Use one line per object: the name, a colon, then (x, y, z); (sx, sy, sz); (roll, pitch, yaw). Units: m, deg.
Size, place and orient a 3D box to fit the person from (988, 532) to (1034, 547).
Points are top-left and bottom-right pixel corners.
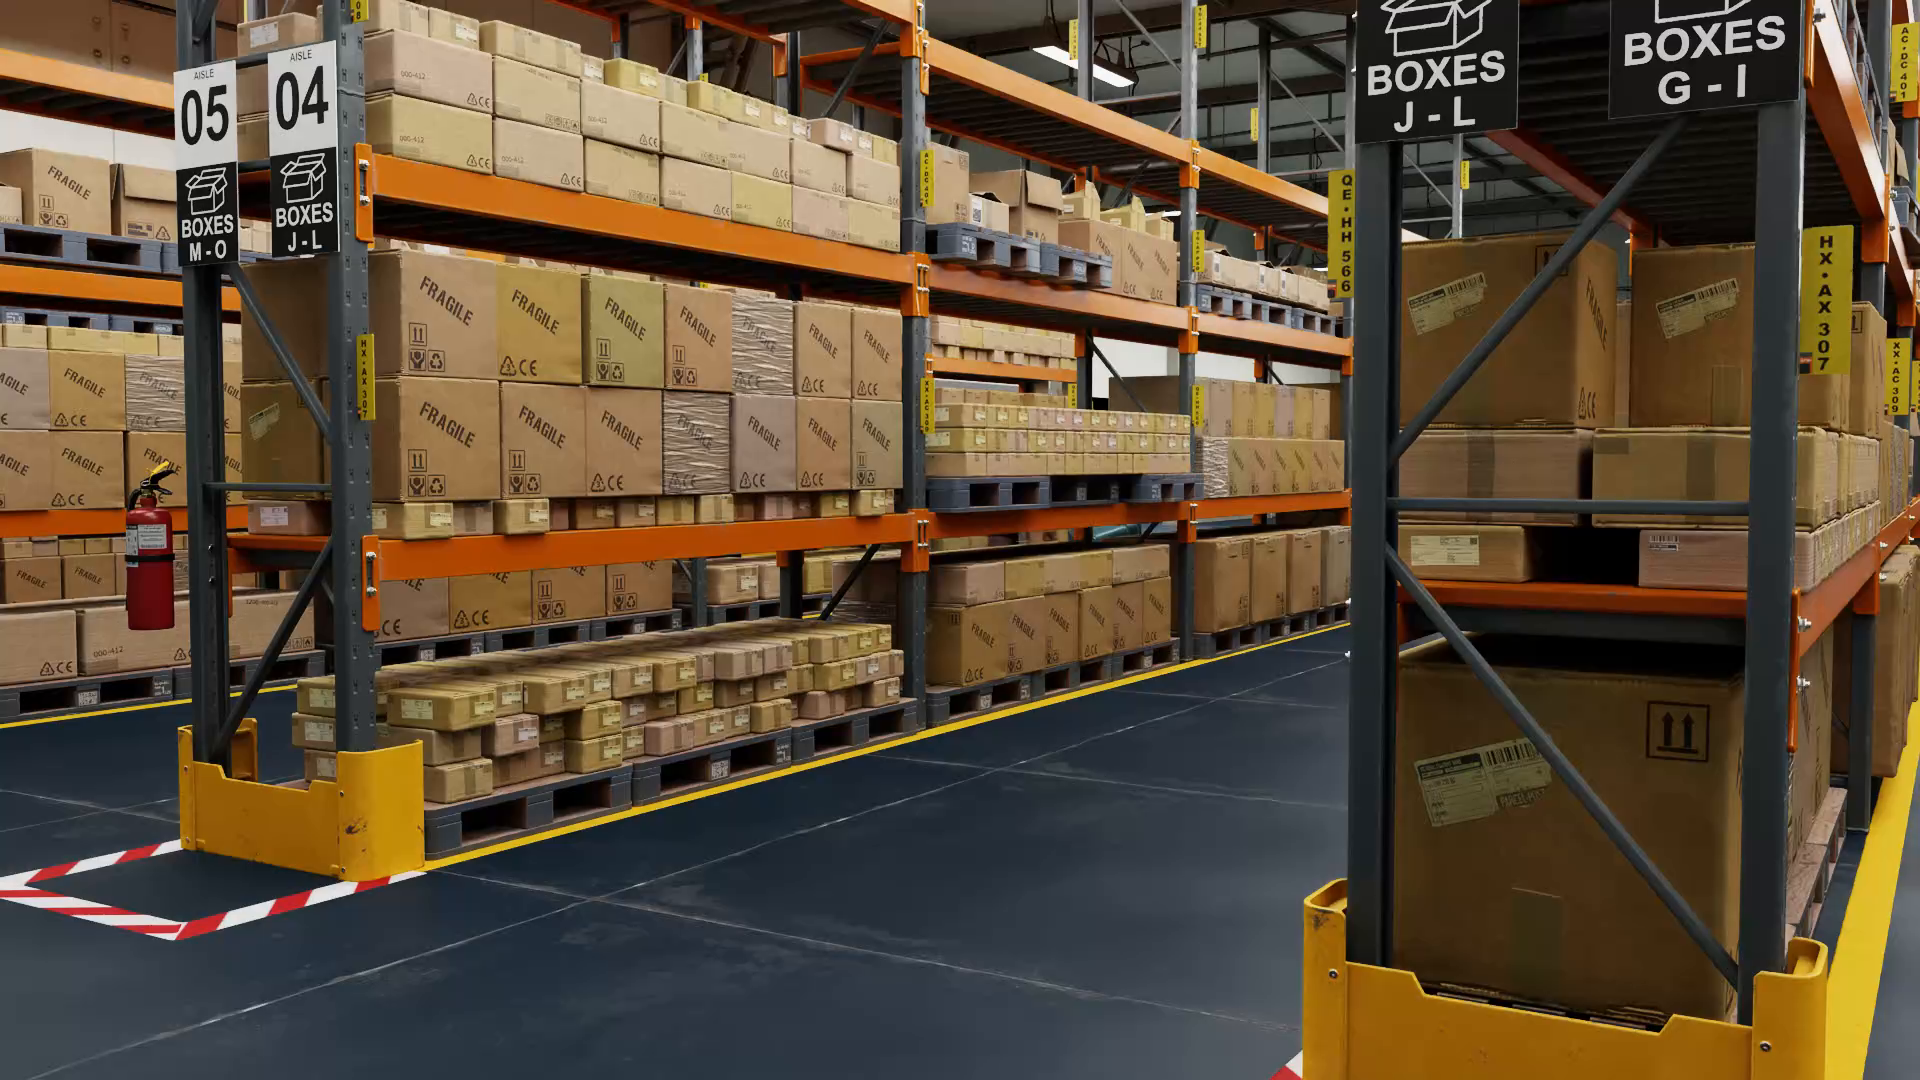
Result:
person: (0.559, 0.016, 15.670); (0.592, 1.692, 0.479); (2, 3, 30)
